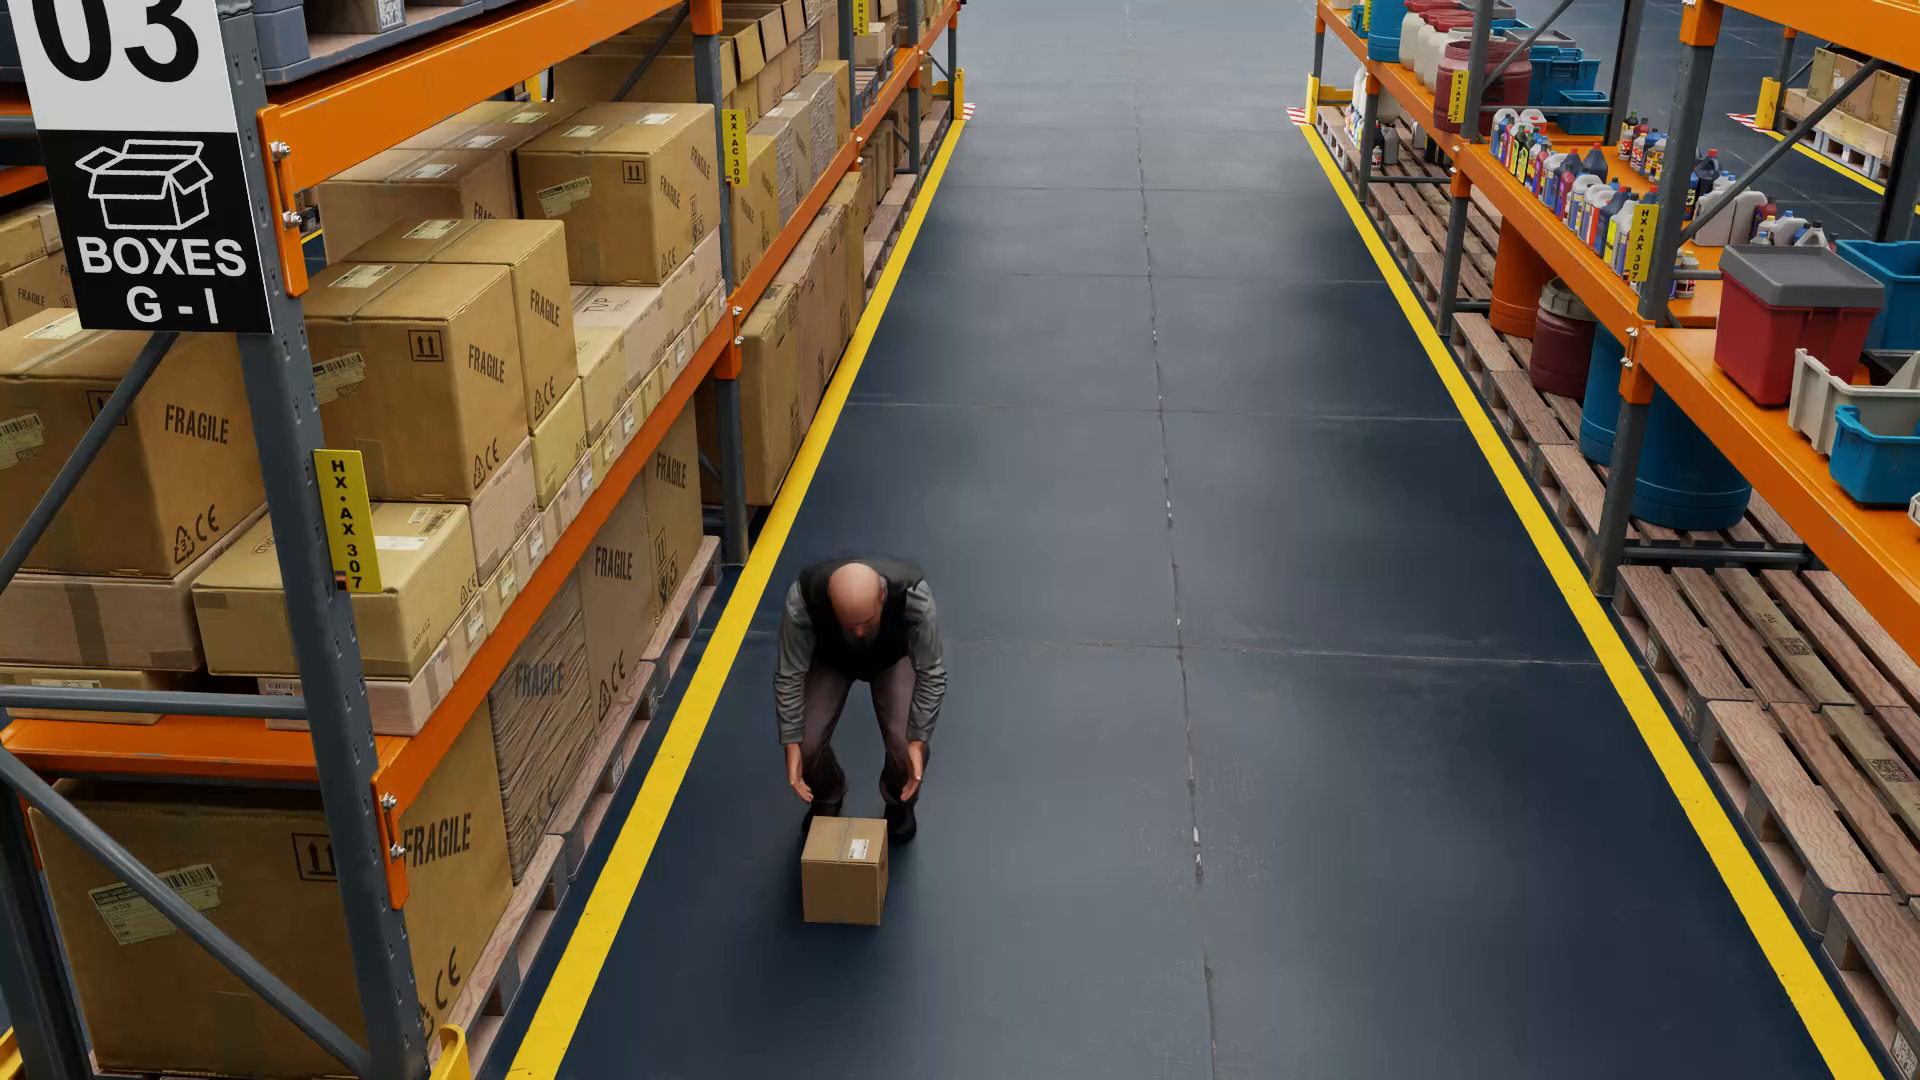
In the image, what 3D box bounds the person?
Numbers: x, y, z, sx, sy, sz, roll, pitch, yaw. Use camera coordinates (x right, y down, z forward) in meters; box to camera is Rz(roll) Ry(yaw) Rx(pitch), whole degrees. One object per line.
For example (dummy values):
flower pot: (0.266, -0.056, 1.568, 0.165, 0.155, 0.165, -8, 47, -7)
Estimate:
person: (-0.318, 0.498, 5.676, 0.578, 1.196, 0.805, 2, 24, 4)
